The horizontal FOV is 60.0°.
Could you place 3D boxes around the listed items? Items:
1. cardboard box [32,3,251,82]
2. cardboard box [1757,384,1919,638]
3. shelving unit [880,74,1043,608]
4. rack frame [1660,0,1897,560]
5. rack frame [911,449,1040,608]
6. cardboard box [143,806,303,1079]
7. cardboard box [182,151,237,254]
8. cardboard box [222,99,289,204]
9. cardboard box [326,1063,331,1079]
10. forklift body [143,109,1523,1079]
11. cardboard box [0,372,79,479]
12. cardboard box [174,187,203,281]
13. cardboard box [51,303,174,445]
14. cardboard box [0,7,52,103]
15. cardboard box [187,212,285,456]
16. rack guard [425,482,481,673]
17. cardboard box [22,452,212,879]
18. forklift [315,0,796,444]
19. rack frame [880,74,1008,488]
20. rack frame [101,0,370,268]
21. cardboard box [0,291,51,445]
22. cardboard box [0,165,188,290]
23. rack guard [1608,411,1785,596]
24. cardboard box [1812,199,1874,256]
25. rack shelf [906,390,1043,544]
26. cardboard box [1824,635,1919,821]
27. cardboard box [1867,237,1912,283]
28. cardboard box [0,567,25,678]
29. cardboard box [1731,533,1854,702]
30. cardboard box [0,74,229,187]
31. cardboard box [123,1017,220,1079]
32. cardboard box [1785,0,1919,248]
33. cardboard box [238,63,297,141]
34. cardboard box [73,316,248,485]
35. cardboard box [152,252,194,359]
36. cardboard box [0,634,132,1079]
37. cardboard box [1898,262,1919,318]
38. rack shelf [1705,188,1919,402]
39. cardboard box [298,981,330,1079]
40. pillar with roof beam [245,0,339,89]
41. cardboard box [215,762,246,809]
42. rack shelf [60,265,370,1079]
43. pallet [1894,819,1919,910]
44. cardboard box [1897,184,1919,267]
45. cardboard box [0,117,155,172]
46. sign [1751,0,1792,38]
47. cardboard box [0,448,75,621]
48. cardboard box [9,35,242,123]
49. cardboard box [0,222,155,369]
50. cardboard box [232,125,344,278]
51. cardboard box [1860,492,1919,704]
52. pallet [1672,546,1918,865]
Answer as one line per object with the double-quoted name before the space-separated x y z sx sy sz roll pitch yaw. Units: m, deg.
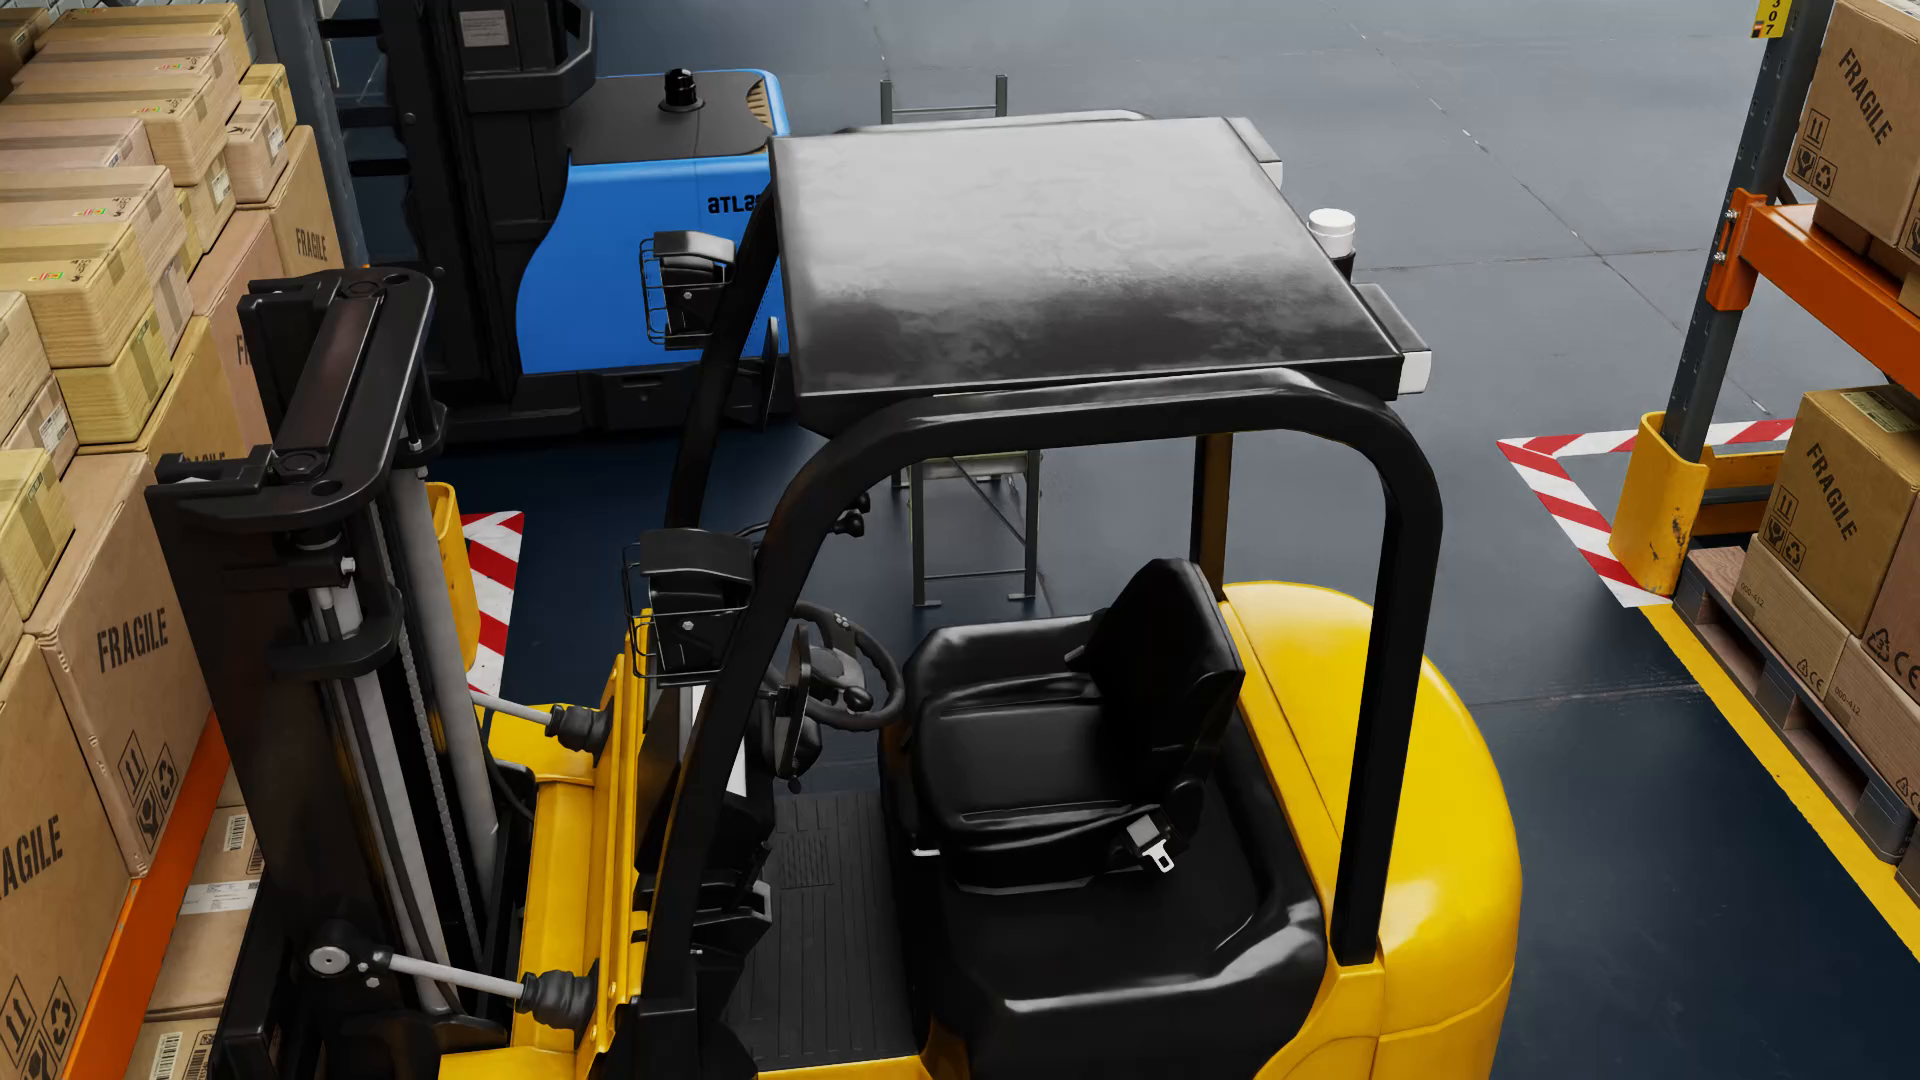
"cardboard box" -1.849 -1.104 3.778 0.380 0.149 0.250 -4 35 -6
"cardboard box" 2.650 -0.097 4.631 0.500 0.500 0.500 -5 35 -8
"shelving unit" -0.001 -0.623 5.333 0.431 1.500 0.755 -4 35 -6
"rack frame" 2.812 -1.234 4.897 1.000 3.000 0.127 -4 35 -6
"rack frame" 0.048 -0.419 5.033 0.400 1.500 0.023 -4 35 -6
"cardboard box" -1.522 0.776 3.129 0.500 0.250 0.500 -5 35 -7
"cardboard box" -1.744 -0.703 3.454 0.380 0.149 0.250 -4 34 -5
"cardboard box" -1.718 -0.853 3.673 0.380 0.149 0.250 -4 34 -6
"cardboard box" -1.522 1.191 3.407 0.500 0.250 0.500 -3 34 -5
"forklift body" -0.043 0.415 3.231 2.313 2.155 1.214 -4 35 -6
"cardboard box" -1.641 -0.133 2.617 0.380 0.149 0.250 -5 35 -7
"cardboard box" -1.722 -0.564 3.249 0.380 0.149 0.250 -5 35 -7
"cardboard box" -1.585 -0.279 2.831 0.380 0.149 0.250 -4 34 -6
"cardboard box" -2.273 -1.085 3.749 0.380 0.149 0.250 -5 35 -7
"cardboard box" -1.719 -0.352 3.515 0.500 0.500 0.500 -3 34 -5
"rack guard" -2.109 0.164 5.066 1.175 0.500 0.348 -4 35 -6
"cardboard box" -1.571 0.213 2.685 0.500 0.500 0.500 -4 34 -6
"forklift" -2.130 -1.802 5.792 3.031 2.935 1.130 -5 35 -8
"rack frame" -0.050 -0.828 5.633 0.400 1.500 0.023 -4 35 -6
"rack frame" -2.106 -0.856 4.342 1.000 3.000 0.127 -4 35 -6
"cardboard box" -1.637 -0.249 2.523 0.380 0.149 0.250 -4 34 -6
"cardboard box" -1.618 -0.544 2.955 0.380 0.149 0.250 -4 34 -5
"rack guard" 2.822 -0.159 5.539 1.175 0.500 0.348 -4 35 -6
"cardboard box" 2.653 -0.925 4.667 0.380 0.149 0.250 -4 35 -6
"rack shelf" -0.001 -0.354 5.517 0.431 0.370 0.720 -4 35 -6
"cardboard box" 2.708 0.485 4.443 0.500 0.250 0.500 -3 34 -5
"cardboard box" 2.701 -0.785 4.461 0.380 0.149 0.250 -4 34 -6
"cardboard box" -1.494 0.153 2.198 0.380 0.149 0.250 -5 35 -8
"cardboard box" 2.646 0.200 4.862 0.500 0.250 0.500 -5 35 -7
"cardboard box" -1.723 -0.825 3.368 0.380 0.149 0.250 -4 34 -5
"cardboard box" -1.459 1.069 2.698 0.500 0.250 0.500 -3 34 -5
"cardboard box" 2.601 -1.113 4.366 0.500 0.500 0.500 -5 35 -7
"cardboard box" -1.782 -0.993 3.879 0.380 0.149 0.250 -4 34 -6
"cardboard box" -1.650 -0.066 3.095 0.500 0.500 0.500 -5 35 -7
"cardboard box" -1.639 -0.419 3.036 0.380 0.149 0.250 -5 35 -8
"cardboard box" -1.525 0.496 2.270 0.500 0.500 0.500 -5 35 -7
"cardboard box" 2.656 -0.631 4.235 0.380 0.149 0.250 -5 35 -8
"rack shelf" 3.081 0.179 3.462 1.077 0.370 4.000 -4 35 -6
"cardboard box" -1.520 0.995 3.251 0.500 0.250 0.500 -4 35 -7
"pillar with roof beam" 0.553 -6.552 7.374 9.100 9.000 0.400 -4 35 -6
"cardboard box" -1.583 0.492 3.545 0.500 0.250 0.500 -4 34 -6
"rack shelf" -1.837 0.557 2.907 1.077 0.370 4.000 -4 35 -6
"pallet" 3.057 1.096 3.954 1.003 0.211 1.213 -4 35 -6
"cardboard box" 2.674 -0.824 3.943 0.500 0.500 0.500 -3 34 -5
"cardboard box" -1.763 -0.681 3.156 0.380 0.149 0.250 -4 34 -6
"sign" 2.274 -1.551 4.593 0.100 0.325 0.005 -4 35 -6
"cardboard box" -1.539 0.005 2.415 0.380 0.149 0.250 -5 35 -7
"cardboard box" -1.785 -0.969 3.579 0.380 0.149 0.250 -4 35 -6
"cardboard box" -1.578 -0.400 2.744 0.380 0.149 0.250 -4 34 -5
"cardboard box" -1.780 -0.643 3.940 0.500 0.500 0.500 -5 35 -7
"cardboard box" 2.725 0.195 4.204 0.500 0.500 0.500 -6 35 -8
"pallet" 2.896 0.417 4.951 1.003 0.211 1.213 -4 35 -6
